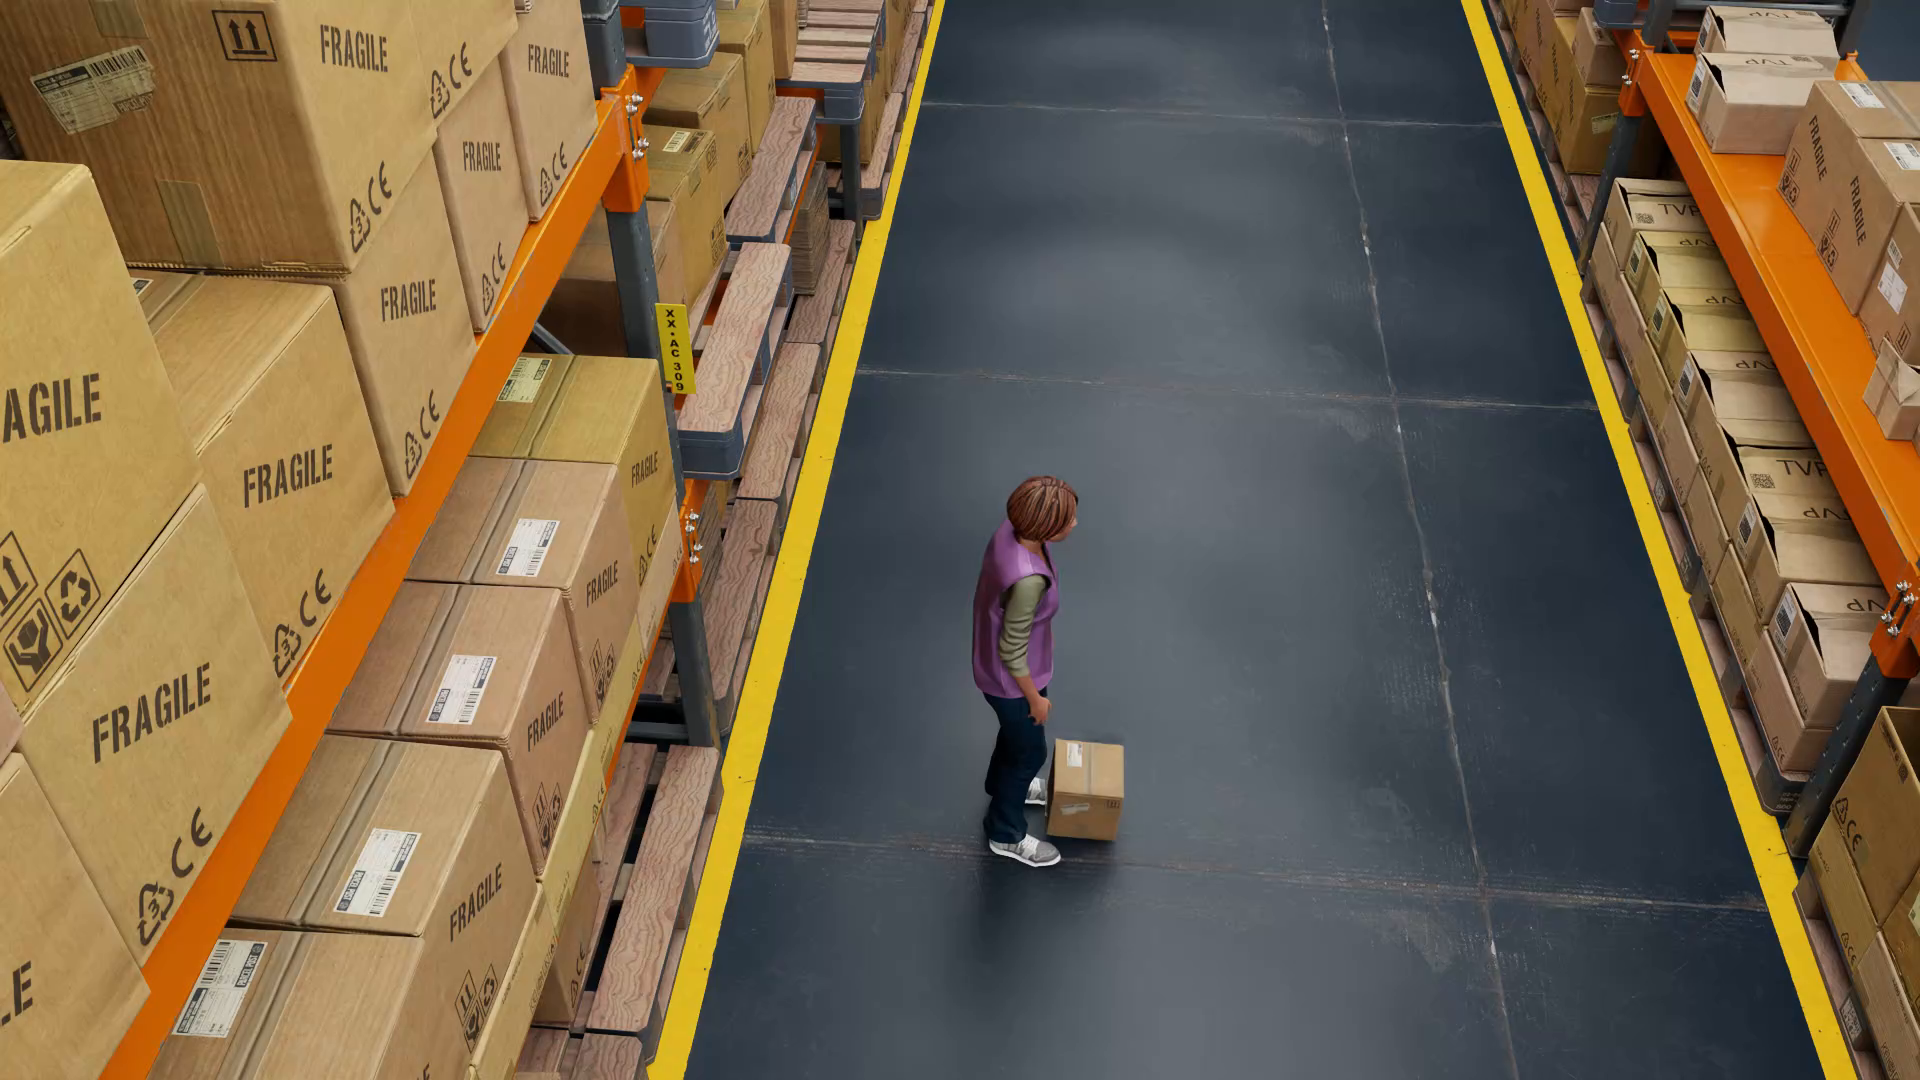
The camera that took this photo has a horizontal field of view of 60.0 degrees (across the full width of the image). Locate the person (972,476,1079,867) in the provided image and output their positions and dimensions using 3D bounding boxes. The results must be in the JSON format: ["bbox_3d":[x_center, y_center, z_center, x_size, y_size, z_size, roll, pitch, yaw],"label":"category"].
[{"bbox_3d":[0.209,0.430,5.663,0.341,1.594,0.459,2,41,2],"label":"person"}]
